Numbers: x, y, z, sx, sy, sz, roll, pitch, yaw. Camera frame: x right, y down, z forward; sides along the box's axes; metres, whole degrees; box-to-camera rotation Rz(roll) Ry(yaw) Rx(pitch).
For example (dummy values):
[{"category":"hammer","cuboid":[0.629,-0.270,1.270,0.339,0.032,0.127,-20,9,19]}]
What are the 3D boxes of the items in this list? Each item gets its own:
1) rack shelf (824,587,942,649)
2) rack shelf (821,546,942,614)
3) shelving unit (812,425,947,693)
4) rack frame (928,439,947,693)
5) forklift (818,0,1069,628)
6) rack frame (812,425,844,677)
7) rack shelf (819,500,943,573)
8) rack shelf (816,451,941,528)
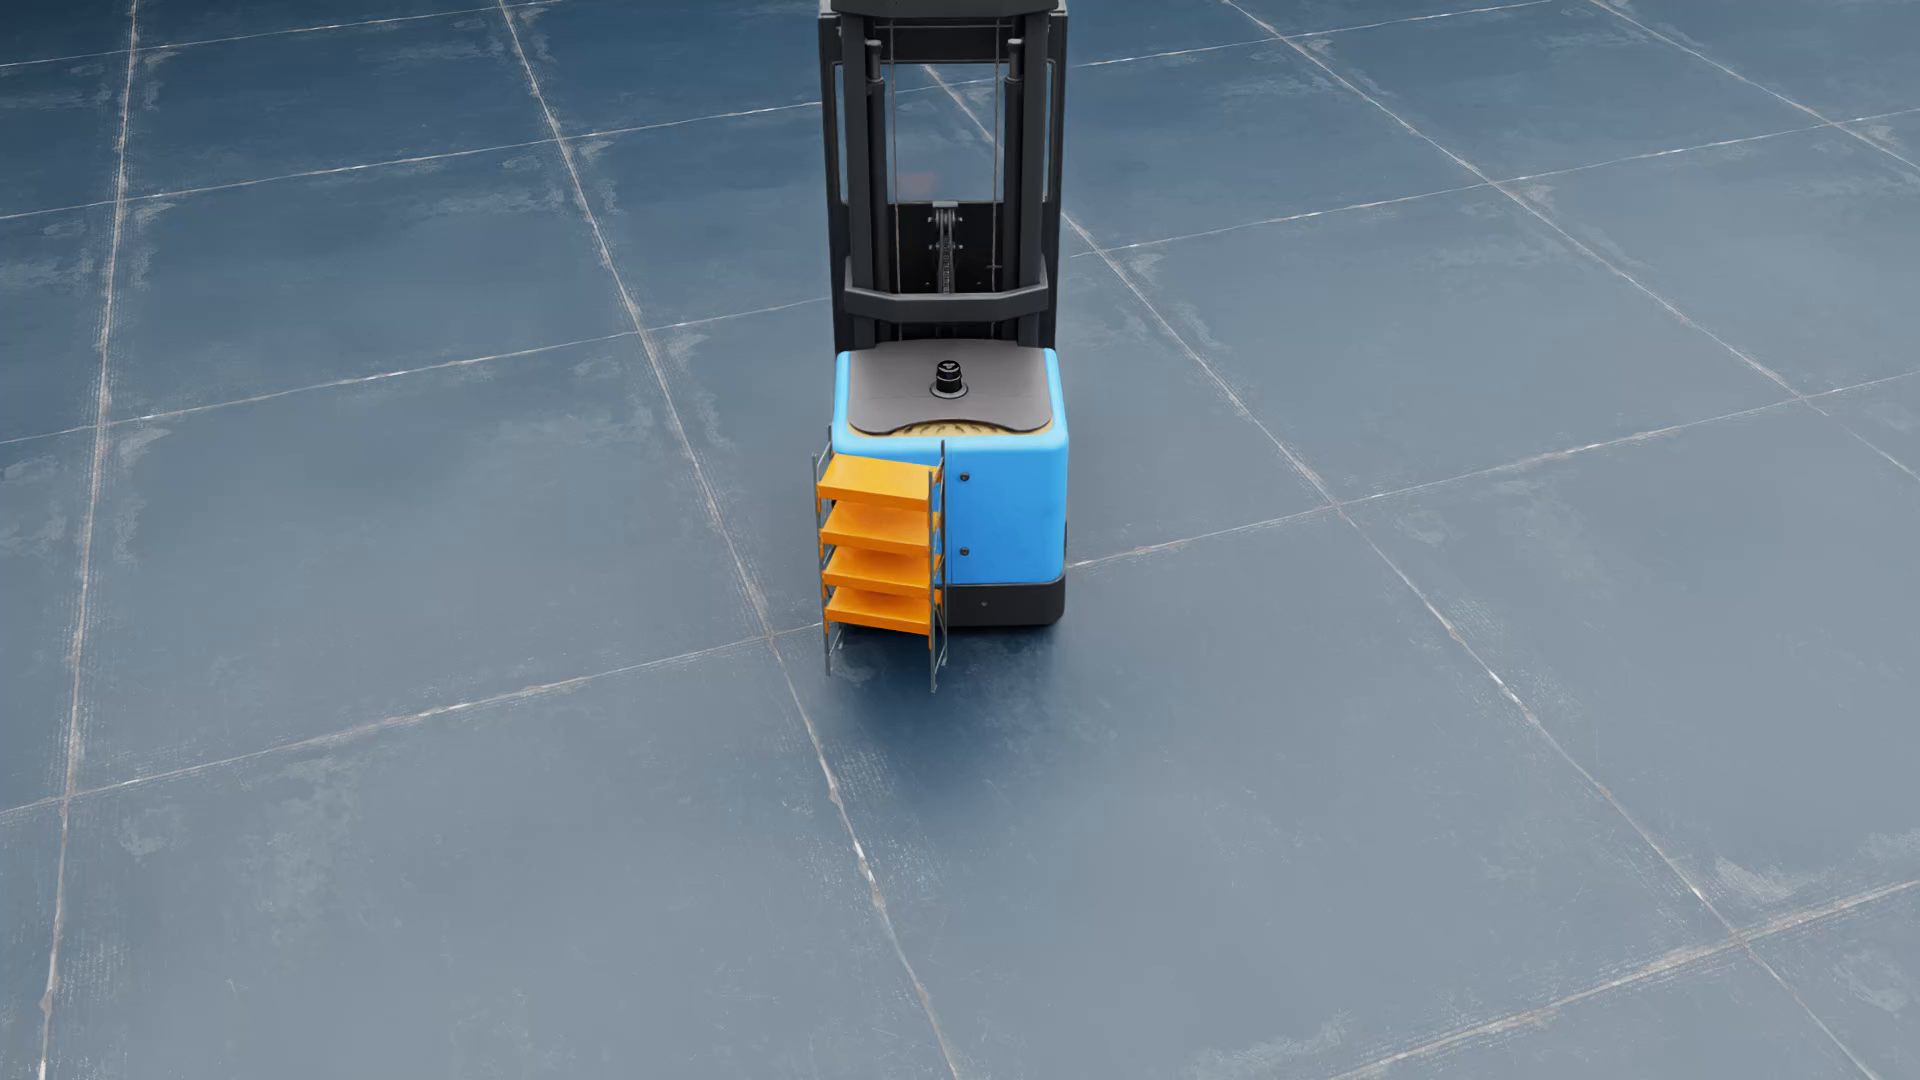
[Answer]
[{"category":"rack shelf","cuboid":[-0.332,0.312,7.341,0.480,0.148,0.258,8,38,10]},{"category":"rack shelf","cuboid":[-0.332,0.153,7.221,0.480,0.148,0.258,8,38,10]},{"category":"shelving unit","cuboid":[-0.332,0.100,7.181,0.503,1.200,0.258,8,38,10]},{"category":"rack frame","cuboid":[-0.094,0.133,7.137,0.015,1.200,0.240,8,38,10]},{"category":"forklift","cuboid":[-0.082,-1.626,8.032,1.130,2.935,3.031,-1,37,-1]},{"category":"rack frame","cuboid":[-0.570,0.066,7.225,0.015,1.200,0.240,8,38,10]},{"category":"rack shelf","cuboid":[-0.332,-0.025,7.086,0.480,0.148,0.258,8,38,10]},{"category":"rack shelf","cuboid":[-0.332,-0.214,6.944,0.480,0.148,0.258,8,38,10]}]
